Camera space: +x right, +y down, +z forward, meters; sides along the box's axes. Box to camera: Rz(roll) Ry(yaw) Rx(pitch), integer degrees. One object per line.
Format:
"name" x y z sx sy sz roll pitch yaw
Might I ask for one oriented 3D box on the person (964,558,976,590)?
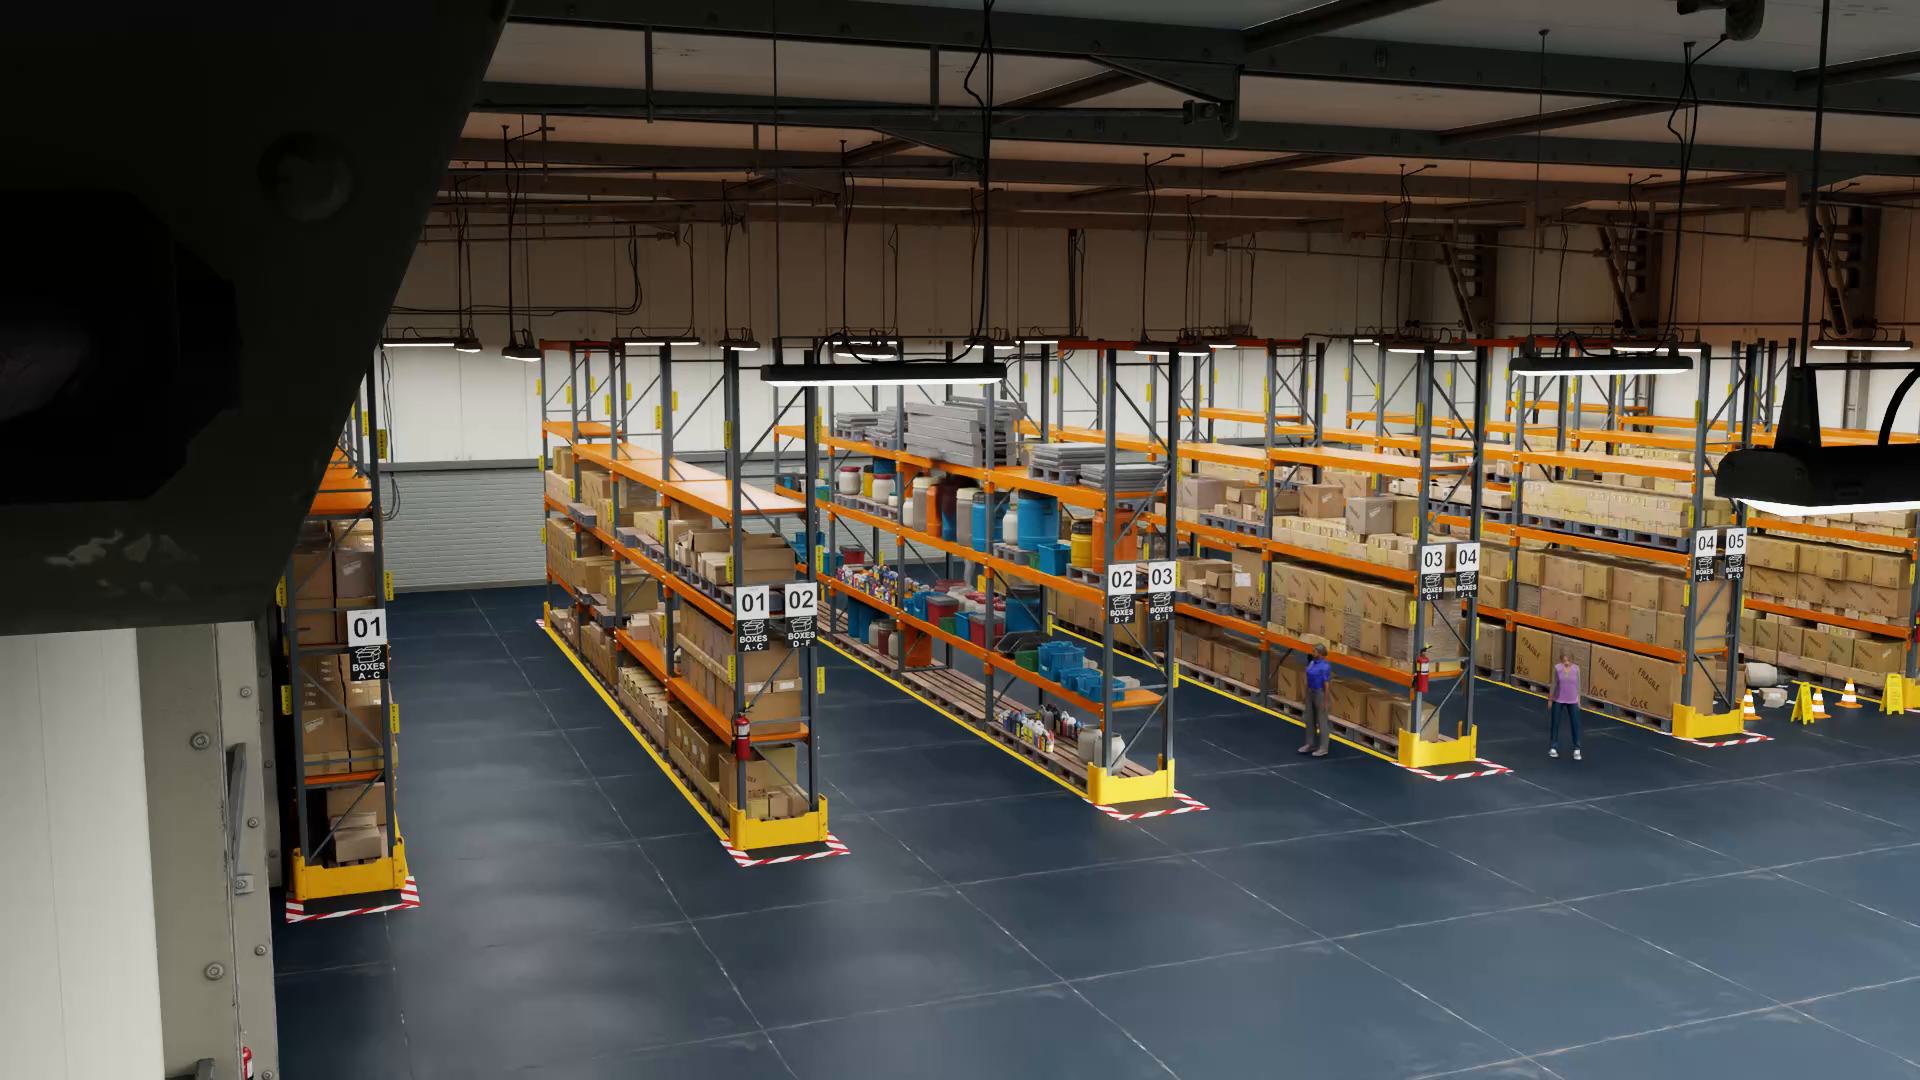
"person" 0.286 0.331 39.870 0.450 1.709 0.430 -5 9 -36

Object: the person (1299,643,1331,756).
"person" 5.236 2.327 24.472 0.375 1.661 0.533 -3 8 -25

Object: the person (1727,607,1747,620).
"person" 16.505 0.937 35.173 0.566 1.667 0.737 -5 9 -34

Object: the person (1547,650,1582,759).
"person" 8.852 2.390 24.312 0.495 1.585 0.354 2 8 16
